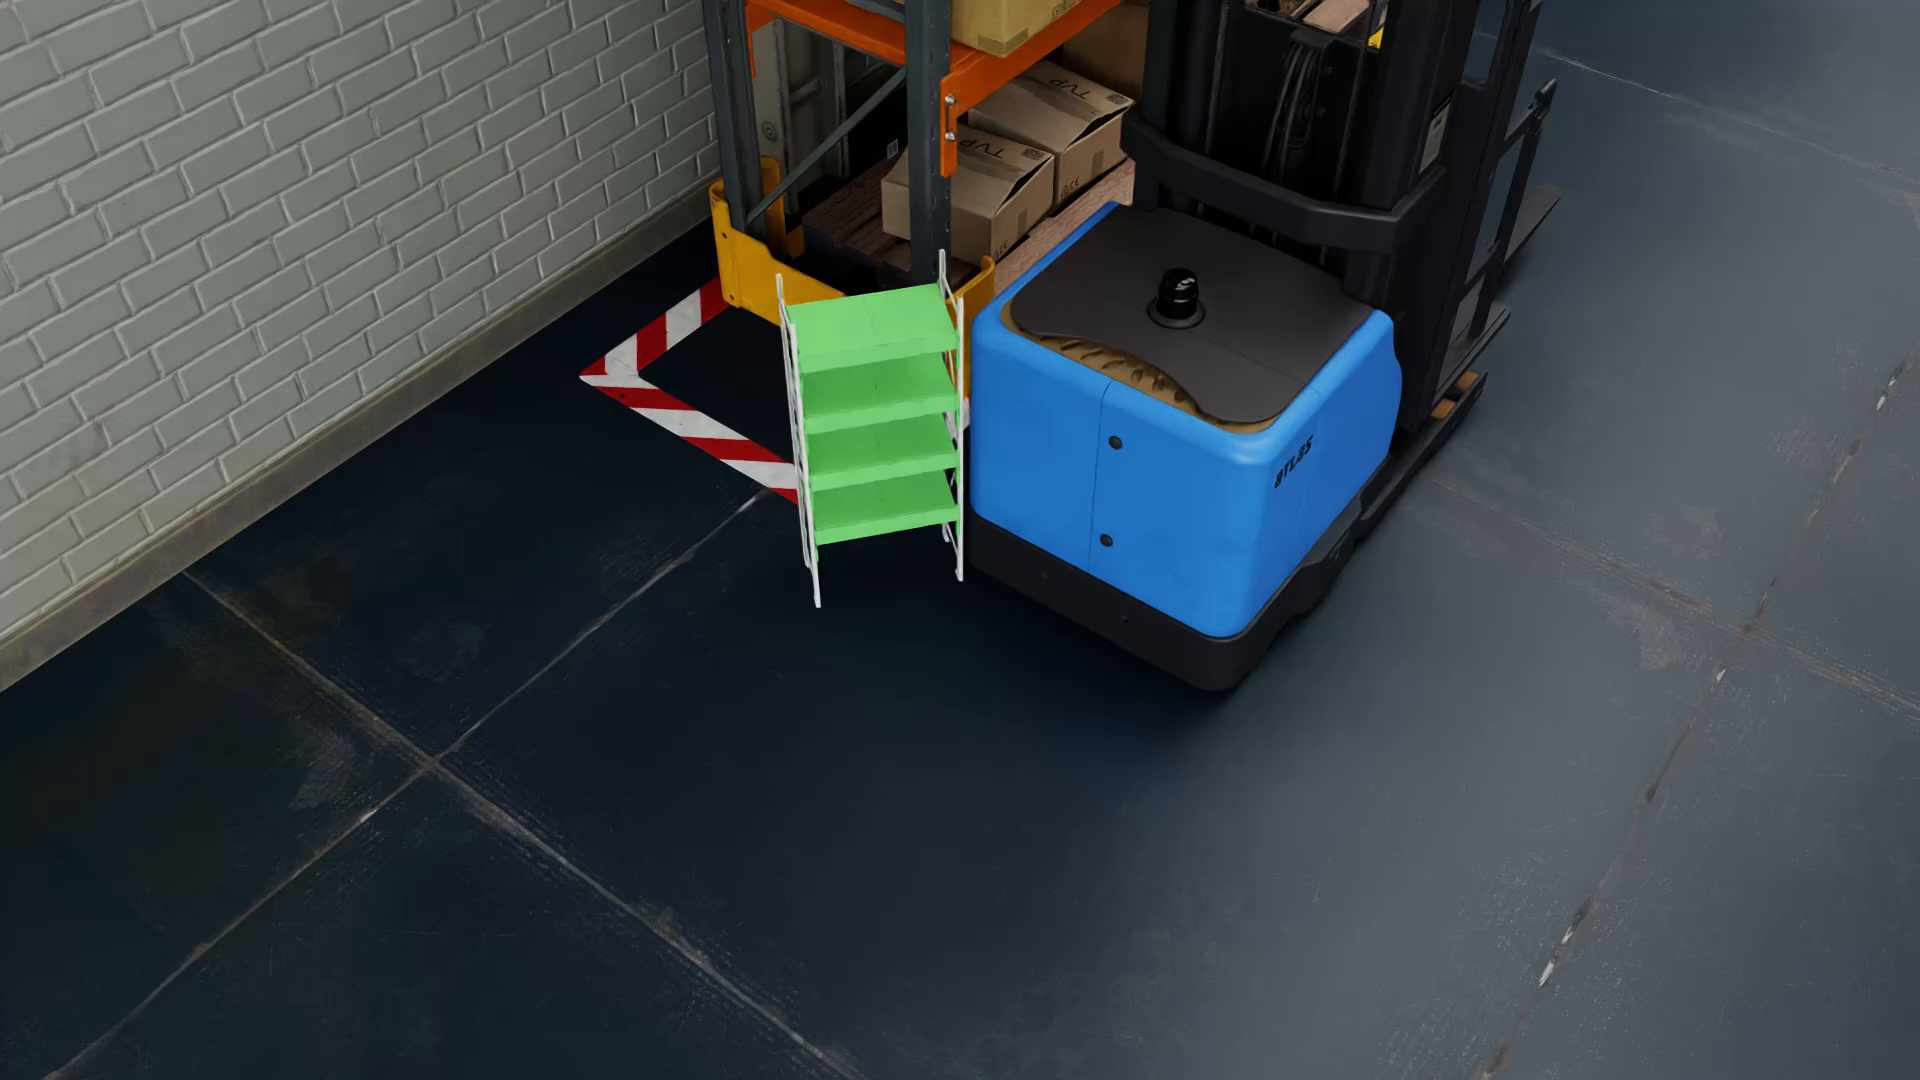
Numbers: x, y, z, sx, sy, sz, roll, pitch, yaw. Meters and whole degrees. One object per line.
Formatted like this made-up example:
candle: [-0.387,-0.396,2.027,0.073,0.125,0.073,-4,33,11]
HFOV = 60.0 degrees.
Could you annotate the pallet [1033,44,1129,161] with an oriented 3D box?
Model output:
pallet: [0.856,-2.038,7.551,1.003,0.211,1.213,29,53,25]

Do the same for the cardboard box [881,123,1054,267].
cardboard box: [0.033,-1.392,6.561,0.500,0.311,0.500,24,51,21]

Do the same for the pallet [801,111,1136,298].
pallet: [0.110,-1.343,6.887,1.003,0.211,1.213,29,53,25]

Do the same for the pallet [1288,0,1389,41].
pallet: [1.601,-2.739,8.220,1.003,0.211,1.213,29,53,25]

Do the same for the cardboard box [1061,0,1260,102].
cardboard box: [0.869,-2.182,7.184,0.700,0.500,0.500,26,52,23]

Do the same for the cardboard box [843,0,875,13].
cardboard box: [-0.329,-2.121,5.792,0.500,0.250,0.500,30,53,25]

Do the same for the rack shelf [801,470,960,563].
rack shelf: [-0.262,-0.107,5.442,0.480,0.148,0.258,-10,47,-10]

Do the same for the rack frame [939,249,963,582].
rack frame: [-0.026,-0.359,5.263,0.015,1.200,0.240,-10,47,-10]

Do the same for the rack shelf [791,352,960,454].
rack shelf: [-0.262,-0.438,5.095,0.480,0.148,0.258,-10,47,-10]

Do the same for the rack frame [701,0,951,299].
rack frame: [-0.462,-1.813,5.408,1.000,3.000,0.127,29,53,25]

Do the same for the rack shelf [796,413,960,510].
rack shelf: [-0.262,-0.272,5.269,0.480,0.148,0.258,-10,47,-10]

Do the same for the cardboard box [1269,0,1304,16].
cardboard box: [1.381,-2.779,7.755,0.500,0.500,0.500,25,51,22]

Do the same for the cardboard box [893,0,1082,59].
cardboard box: [0.088,-1.907,5.587,0.500,0.250,0.500,28,52,24]

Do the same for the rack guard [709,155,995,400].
rack guard: [-0.415,-0.993,6.353,1.175,0.500,0.348,29,53,25]

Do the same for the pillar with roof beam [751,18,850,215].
pillar with roof beam: [2.689,-2.765,2.168,9.100,9.000,0.400,29,53,25]

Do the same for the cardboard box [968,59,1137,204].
cardboard box: [0.381,-1.719,6.873,0.500,0.311,0.500,34,55,28]

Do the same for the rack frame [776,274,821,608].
rack frame: [-0.499,-0.274,5.182,0.015,1.200,0.240,-10,47,-10]

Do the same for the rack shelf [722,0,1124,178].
rack shelf: [0.761,-2.709,6.761,1.077,0.370,4.000,29,53,25]

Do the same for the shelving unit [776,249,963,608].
shelving unit: [-0.262,-0.317,5.223,0.503,1.200,0.258,-10,47,-10]

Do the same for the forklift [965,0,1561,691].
forklift: [1.296,-1.565,5.218,1.130,2.935,3.031,28,52,24]

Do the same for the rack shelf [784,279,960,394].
rack shelf: [-0.262,-0.604,4.922,0.480,0.148,0.258,-10,47,-10]

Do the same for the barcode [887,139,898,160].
barcode: [-0.273,-1.583,6.737,0.001,0.075,0.075,29,53,25]
